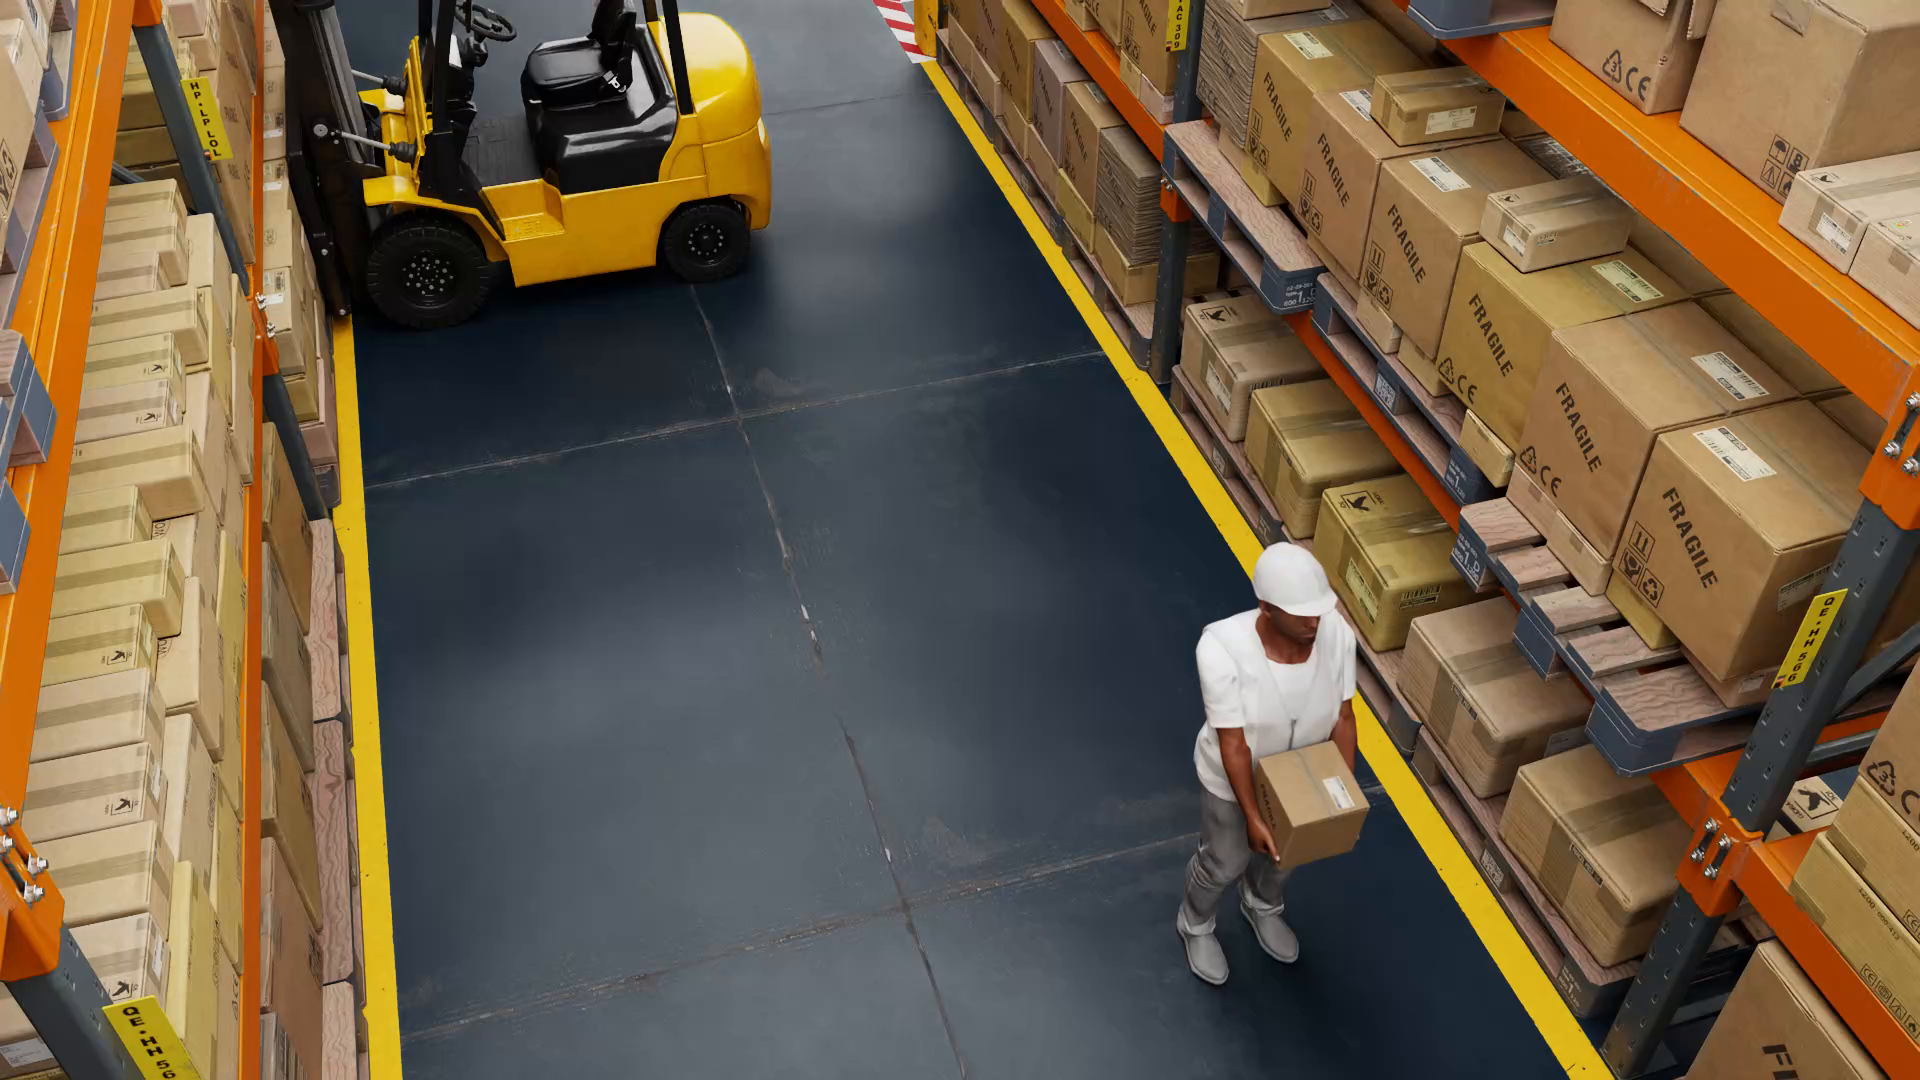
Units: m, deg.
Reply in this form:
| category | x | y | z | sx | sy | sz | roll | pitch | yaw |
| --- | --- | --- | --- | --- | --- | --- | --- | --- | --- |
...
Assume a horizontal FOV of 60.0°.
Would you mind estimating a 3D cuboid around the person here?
| category | x | y | z | sx | sy | sz | roll | pitch | yaw |
| --- | --- | --- | --- | --- | --- | --- | --- | --- | --- |
| person | 1.007 | 0.796 | 5.263 | 0.504 | 1.758 | 0.586 | -12 | 43 | -13 |
